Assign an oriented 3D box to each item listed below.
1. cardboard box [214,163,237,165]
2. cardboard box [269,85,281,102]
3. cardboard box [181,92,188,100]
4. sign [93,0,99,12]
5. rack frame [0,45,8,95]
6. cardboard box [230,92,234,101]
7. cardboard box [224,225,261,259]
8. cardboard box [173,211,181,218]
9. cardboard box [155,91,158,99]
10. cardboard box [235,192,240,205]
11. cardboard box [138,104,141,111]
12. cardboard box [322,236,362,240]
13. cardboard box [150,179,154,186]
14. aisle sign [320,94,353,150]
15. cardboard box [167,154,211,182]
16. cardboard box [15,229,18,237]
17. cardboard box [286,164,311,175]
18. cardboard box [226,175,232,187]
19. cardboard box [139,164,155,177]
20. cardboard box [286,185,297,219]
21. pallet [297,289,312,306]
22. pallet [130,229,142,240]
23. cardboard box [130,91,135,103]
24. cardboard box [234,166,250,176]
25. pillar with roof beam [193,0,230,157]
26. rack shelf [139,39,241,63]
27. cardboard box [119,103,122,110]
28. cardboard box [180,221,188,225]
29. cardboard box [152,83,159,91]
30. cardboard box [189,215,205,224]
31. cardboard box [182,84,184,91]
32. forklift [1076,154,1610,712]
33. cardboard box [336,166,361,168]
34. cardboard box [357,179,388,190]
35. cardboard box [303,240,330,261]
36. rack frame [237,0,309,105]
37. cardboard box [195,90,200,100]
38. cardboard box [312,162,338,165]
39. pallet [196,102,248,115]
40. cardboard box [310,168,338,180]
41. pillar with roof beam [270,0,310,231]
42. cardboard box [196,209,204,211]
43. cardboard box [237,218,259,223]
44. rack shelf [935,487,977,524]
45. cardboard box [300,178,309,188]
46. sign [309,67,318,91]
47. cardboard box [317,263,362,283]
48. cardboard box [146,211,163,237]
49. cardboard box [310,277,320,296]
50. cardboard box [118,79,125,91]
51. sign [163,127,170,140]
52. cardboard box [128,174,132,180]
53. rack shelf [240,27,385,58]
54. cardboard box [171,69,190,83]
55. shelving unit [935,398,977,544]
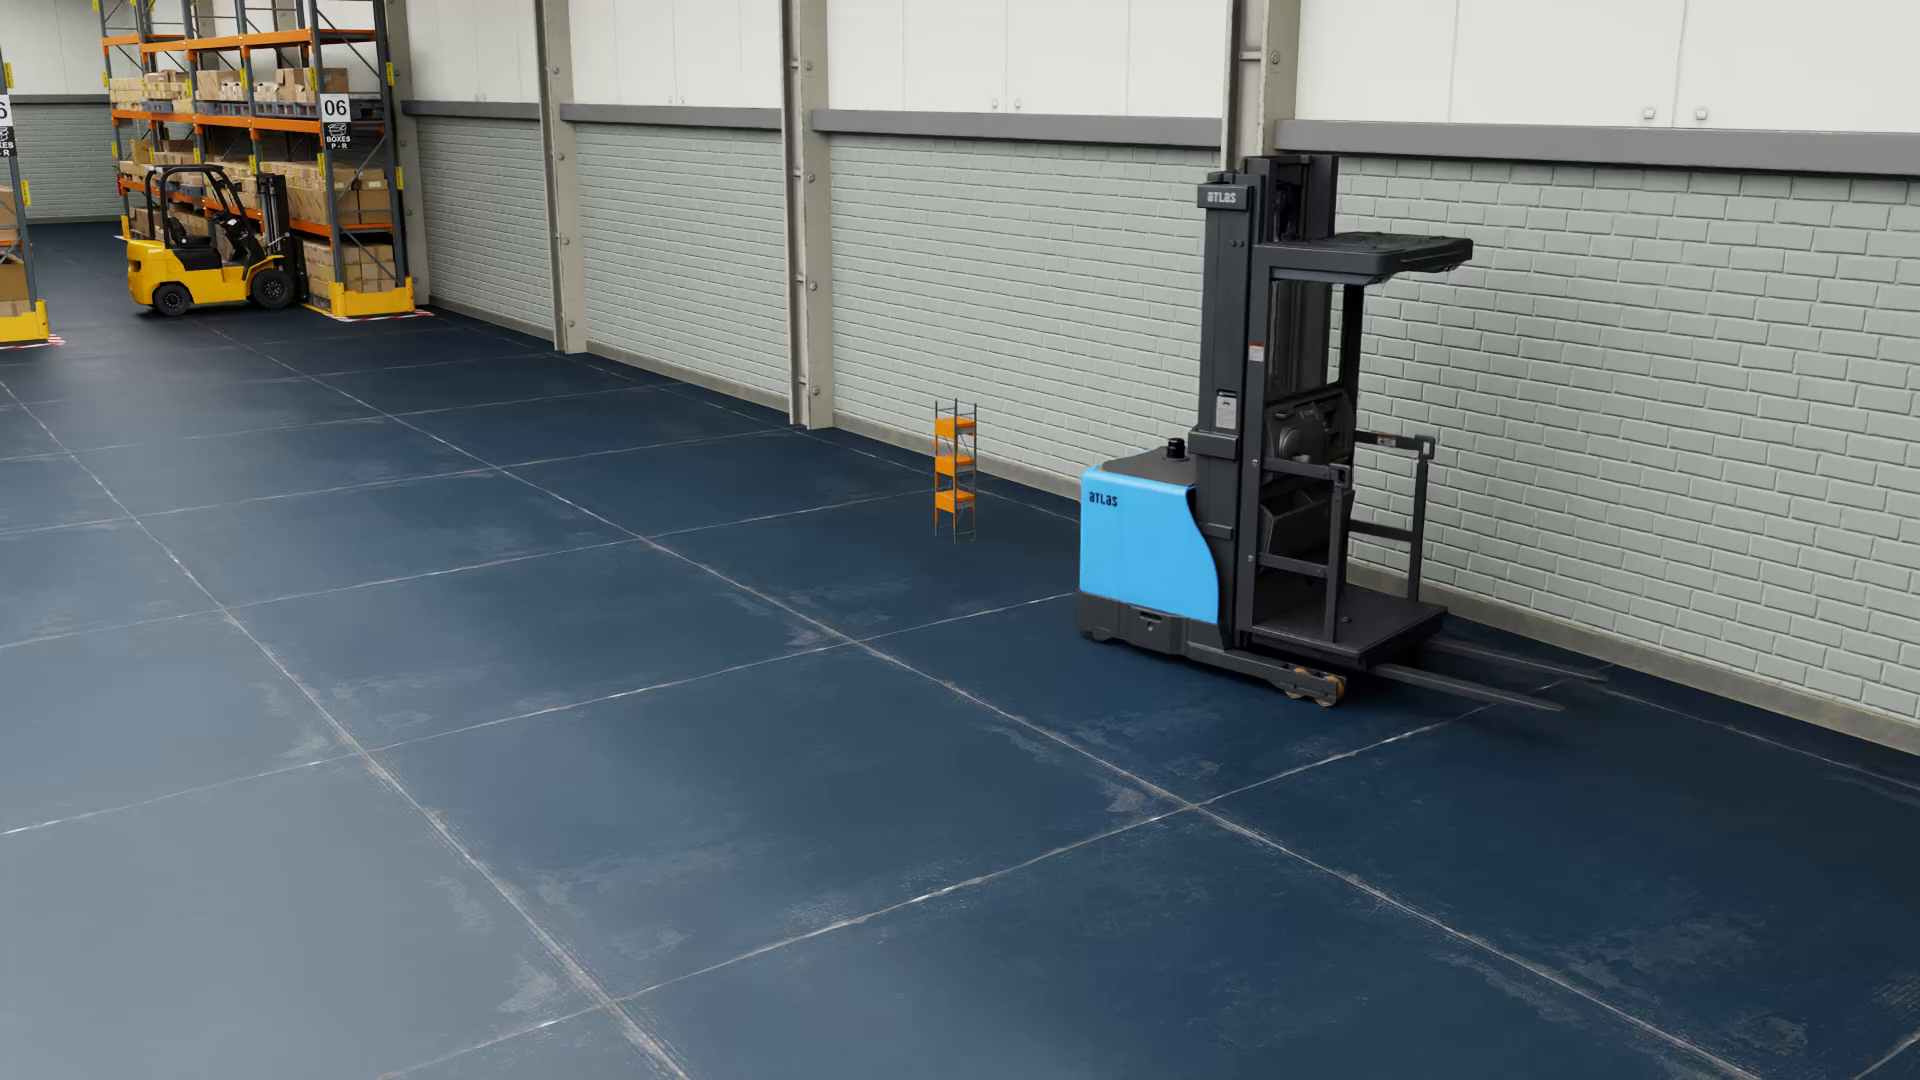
[{"bbox_3d":[-13.293,-6.736,30.087,0.380,0.149,0.250,-10,18,-33],"label":"cardboard box"},{"bbox_3d":[-10.593,-7.011,26.097,0.396,0.266,0.258,-11,19,-36],"label":"cardboard box"},{"bbox_3d":[-14.427,-8.366,31.308,0.380,0.149,0.250,-11,19,-35],"label":"cardboard box"},{"bbox_3d":[-18.715,-11.603,36.003,0.100,0.325,0.005,-11,19,-35],"label":"sign"},{"bbox_3d":[-12.881,-7.010,21.144,1.000,3.000,0.127,-11,19,-35],"label":"rack frame"},{"bbox_3d":[-12.112,-7.506,28.128,0.380,0.149,0.250,-11,19,-35],"label":"cardboard box"},{"bbox_3d":[-12.826,-5.380,30.253,0.875,0.625,0.625,-10,18,-33],"label":"cardboard box"},{"bbox_3d":[-15.703,-6.595,33.702,0.380,0.149,0.250,-11,19,-36],"label":"cardboard box"},{"bbox_3d":[-15.467,-8.684,32.430,0.380,0.149,0.250,-11,19,-35],"label":"cardboard box"},{"bbox_3d":[-12.295,-5.954,28.933,0.500,0.250,0.500,-11,19,-34],"label":"cardboard box"},{"bbox_3d":[-16.807,-8.972,34.467,0.380,0.149,0.250,-11,19,-35],"label":"cardboard box"},{"bbox_3d":[-9.875,-4.704,26.599,0.500,0.250,0.500,-11,19,-36],"label":"cardboard box"},{"bbox_3d":[-16.659,-7.462,34.634,0.380,0.149,0.250,-10,18,-33],"label":"cardboard box"},{"bbox_3d":[-9.067,-6.082,24.192,0.394,0.787,0.004,-11,19,-35],"label":"aisle sign"},{"bbox_3d":[-15.054,-7.285,32.526,0.700,0.500,0.500,-11,19,-35],"label":"cardboard box"},{"bbox_3d":[-13.164,-4.221,22.793,0.380,0.149,0.250,-12,19,-36],"label":"cardboard box"},{"bbox_3d":[-10.451,-5.870,26.359,0.380,0.149,0.250,-11,19,-35],"label":"cardboard box"},{"bbox_3d":[-12.601,-6.306,29.270,0.500,0.250,0.500,-11,19,-34],"label":"cardboard box"},{"bbox_3d":[-17.010,-7.806,35.134,0.500,0.250,0.500,-11,19,-35],"label":"cardboard box"},{"bbox_3d":[-10.274,-5.328,26.171,0.500,0.500,0.500,-11,19,-34],"label":"cardboard box"},{"bbox_3d":[-10.065,-3.960,26.645,1.003,0.211,1.213,-11,19,-35],"label":"pallet"},{"bbox_3d":[-17.762,-6.773,36.924,1.003,0.211,1.213,-11,19,-35],"label":"pallet"},{"bbox_3d":[-17.016,-9.253,34.740,0.500,0.250,0.500,-10,18,-33],"label":"cardboard box"},{"bbox_3d":[-12.376,-6.410,28.896,0.380,0.149,0.250,-11,19,-34],"label":"cardboard box"},{"bbox_3d":[-19.086,-9.964,31.937,9.100,9.000,0.400,-11,19,-35],"label":"pillar with roof beam"},{"bbox_3d":[-14.748,-9.377,31.911,1.077,0.370,4.000,-11,19,-35],"label":"rack shelf"},{"bbox_3d":[-17.901,-9.348,35.841,0.380,0.149,0.250,-10,18,-33],"label":"cardboard box"},{"bbox_3d":[-15.211,-6.090,33.084,0.500,0.500,0.500,-12,19,-36],"label":"cardboard box"},{"bbox_3d":[-15.601,-8.881,32.588,0.380,0.149,0.250,-11,19,-35],"label":"cardboard box"},{"bbox_3d":[-14.824,-6.260,32.476,0.380,0.149,0.250,-12,19,-37],"label":"cardboard box"},{"bbox_3d":[-14.395,-8.516,31.294,0.380,0.149,0.250,-11,19,-35],"label":"cardboard box"},{"bbox_3d":[2.163,-0.649,9.397,3.031,2.935,1.130,13,20,39],"label":"forklift"},{"bbox_3d":[-9.495,-5.720,25.813,0.380,0.149,0.250,-10,18,-33],"label":"cardboard box"},{"bbox_3d":[-8.858,-5.362,25.066,0.380,0.149,0.250,-11,19,-36],"label":"cardboard box"},{"bbox_3d":[-10.001,-4.511,25.894,0.500,0.250,0.500,-11,19,-34],"label":"cardboard box"},{"bbox_3d":[-11.220,-8.636,27.082,1.000,3.000,0.127,-11,19,-35],"label":"rack frame"},{"bbox_3d":[-13.613,-8.060,30.117,0.380,0.166,0.250,-11,19,-35],"label":"cardboard box"},{"bbox_3d":[-10.310,-6.067,27.080,0.380,0.149,0.250,-11,19,-36],"label":"cardboard box"},{"bbox_3d":[-13.101,-7.821,30.145,1.213,0.211,1.003,-10,18,-32],"label":"pallet"},{"bbox_3d":[-9.595,-5.536,25.139,0.380,0.149,0.250,-10,18,-33],"label":"cardboard box"},{"bbox_3d":[-15.559,-8.683,27.256,9.100,9.000,0.400,-11,19,-35],"label":"pillar with roof beam"},{"bbox_3d":[-15.474,-6.726,34.181,0.380,0.149,0.250,-12,19,-37],"label":"cardboard box"},{"bbox_3d":[-13.627,-6.066,31.768,0.380,0.149,0.250,-10,18,-32],"label":"cardboard box"},{"bbox_3d":[-0.031,-0.240,12.555,0.215,0.259,0.240,-11,19,-35],"label":"rack shelf"},{"bbox_3d":[-9.908,-5.499,25.567,0.380,0.149,0.250,-12,19,-36],"label":"cardboard box"},{"bbox_3d":[-9.315,-6.642,23.954,0.100,0.325,0.005,-11,19,-35],"label":"sign"},{"bbox_3d":[-9.407,-4.061,25.197,0.500,0.250,0.500,-11,19,-35],"label":"cardboard box"},{"bbox_3d":[-16.911,-6.746,35.481,0.700,0.500,0.500,-12,19,-37],"label":"cardboard box"},{"bbox_3d":[-9.685,-3.923,25.642,0.500,0.250,0.500,-11,19,-35],"label":"cardboard box"},{"bbox_3d":[-17.628,-9.713,35.475,0.500,0.250,0.500,-11,19,-35],"label":"cardboard box"},{"bbox_3d":[-17.815,-9.097,37.341,0.100,0.325,0.005,-11,19,-35],"label":"sign"},{"bbox_3d":[-18.117,-8.024,36.685,0.380,0.149,0.250,-10,18,-33],"label":"cardboard box"},{"bbox_3d":[-10.044,-7.669,25.670,1.077,0.370,4.000,-11,19,-35],"label":"rack shelf"},{"bbox_3d":[-15.506,-9.264,33.203,0.396,0.266,0.258,-11,19,-35],"label":"cardboard box"},{"bbox_3d":[-0.031,-0.518,12.479,0.215,1.050,0.252,-11,19,-35],"label":"shelving unit"}]
